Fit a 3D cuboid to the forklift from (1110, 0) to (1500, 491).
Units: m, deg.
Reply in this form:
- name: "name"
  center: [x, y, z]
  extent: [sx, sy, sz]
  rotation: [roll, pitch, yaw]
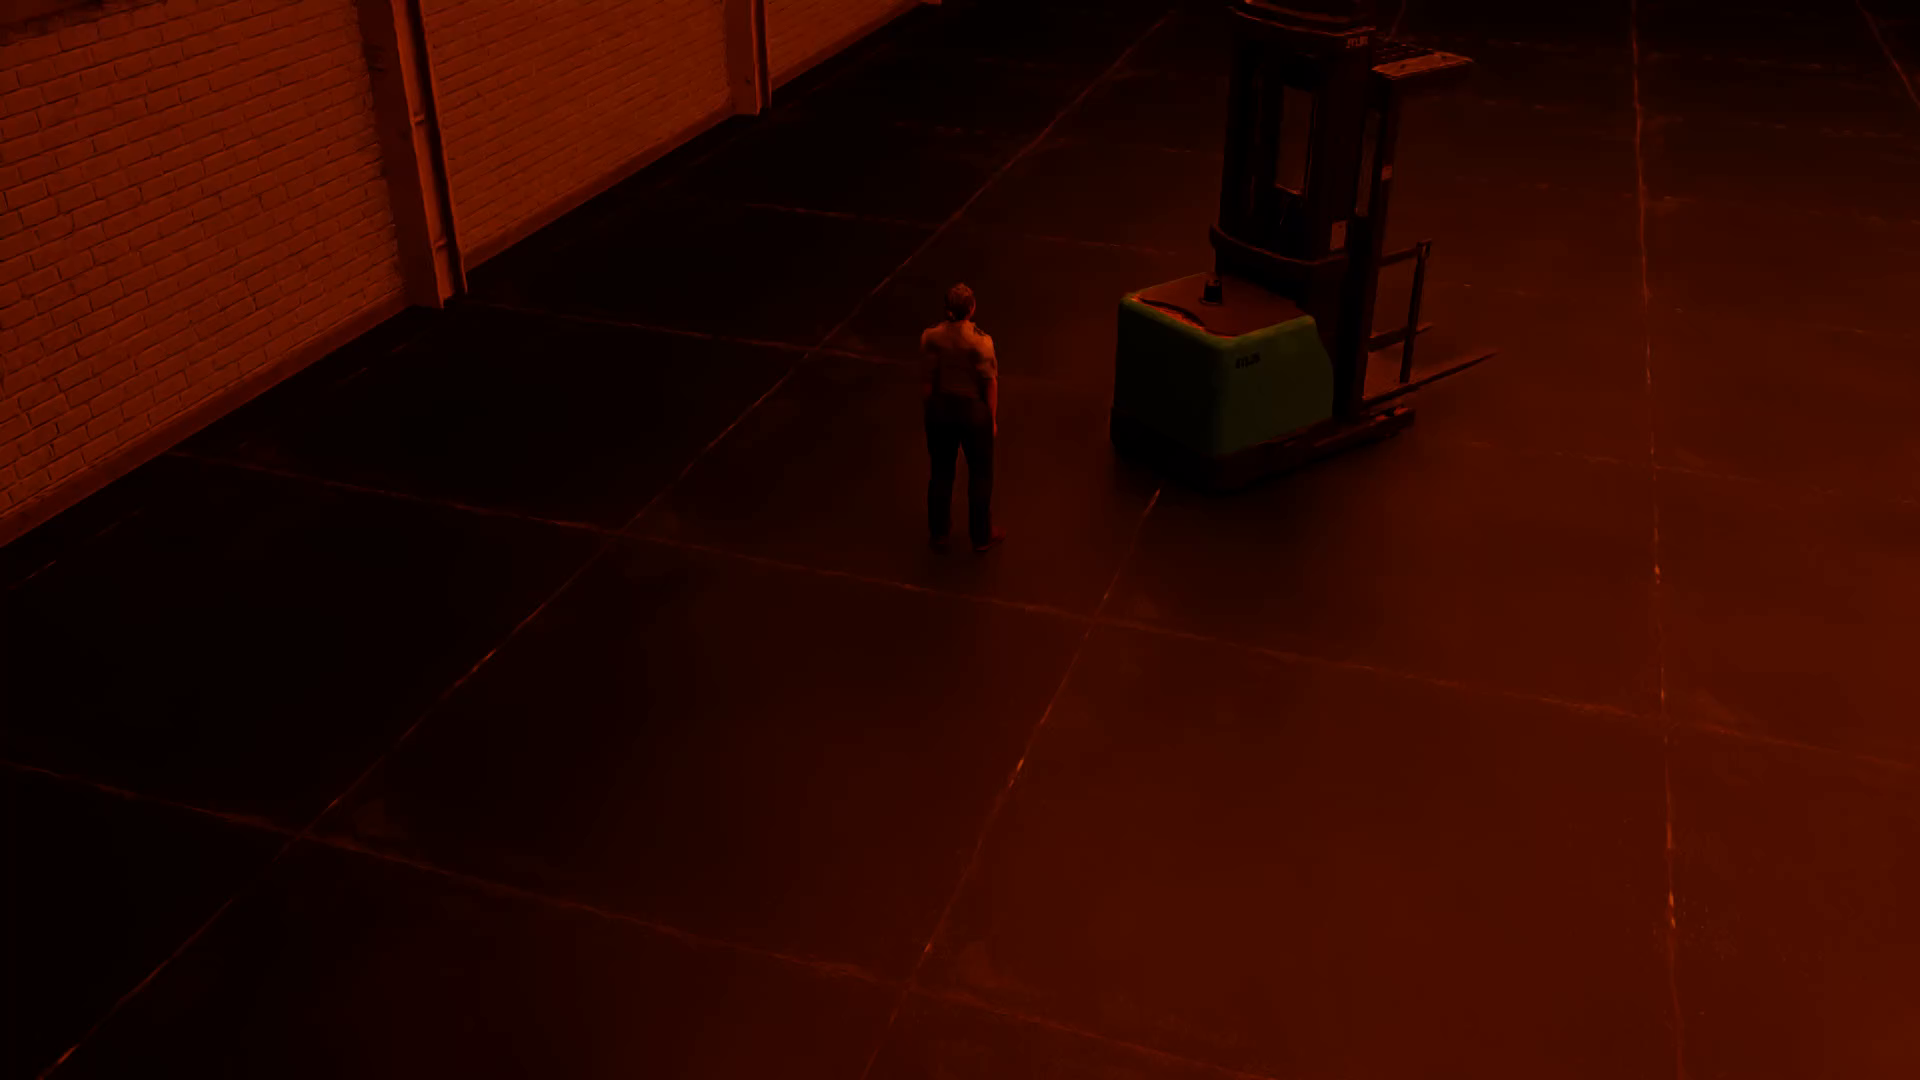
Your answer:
- name: "forklift"
  center: [2.498, -2.151, 10.910]
  extent: [3.031, 2.935, 1.130]
  rotation: [-20, 35, -31]

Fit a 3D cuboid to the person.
- name: "person"
  center: [0.012, -0.720, 9.700]
  extent: [0.480, 1.653, 0.349]
  rotation: [10, 31, 16]
